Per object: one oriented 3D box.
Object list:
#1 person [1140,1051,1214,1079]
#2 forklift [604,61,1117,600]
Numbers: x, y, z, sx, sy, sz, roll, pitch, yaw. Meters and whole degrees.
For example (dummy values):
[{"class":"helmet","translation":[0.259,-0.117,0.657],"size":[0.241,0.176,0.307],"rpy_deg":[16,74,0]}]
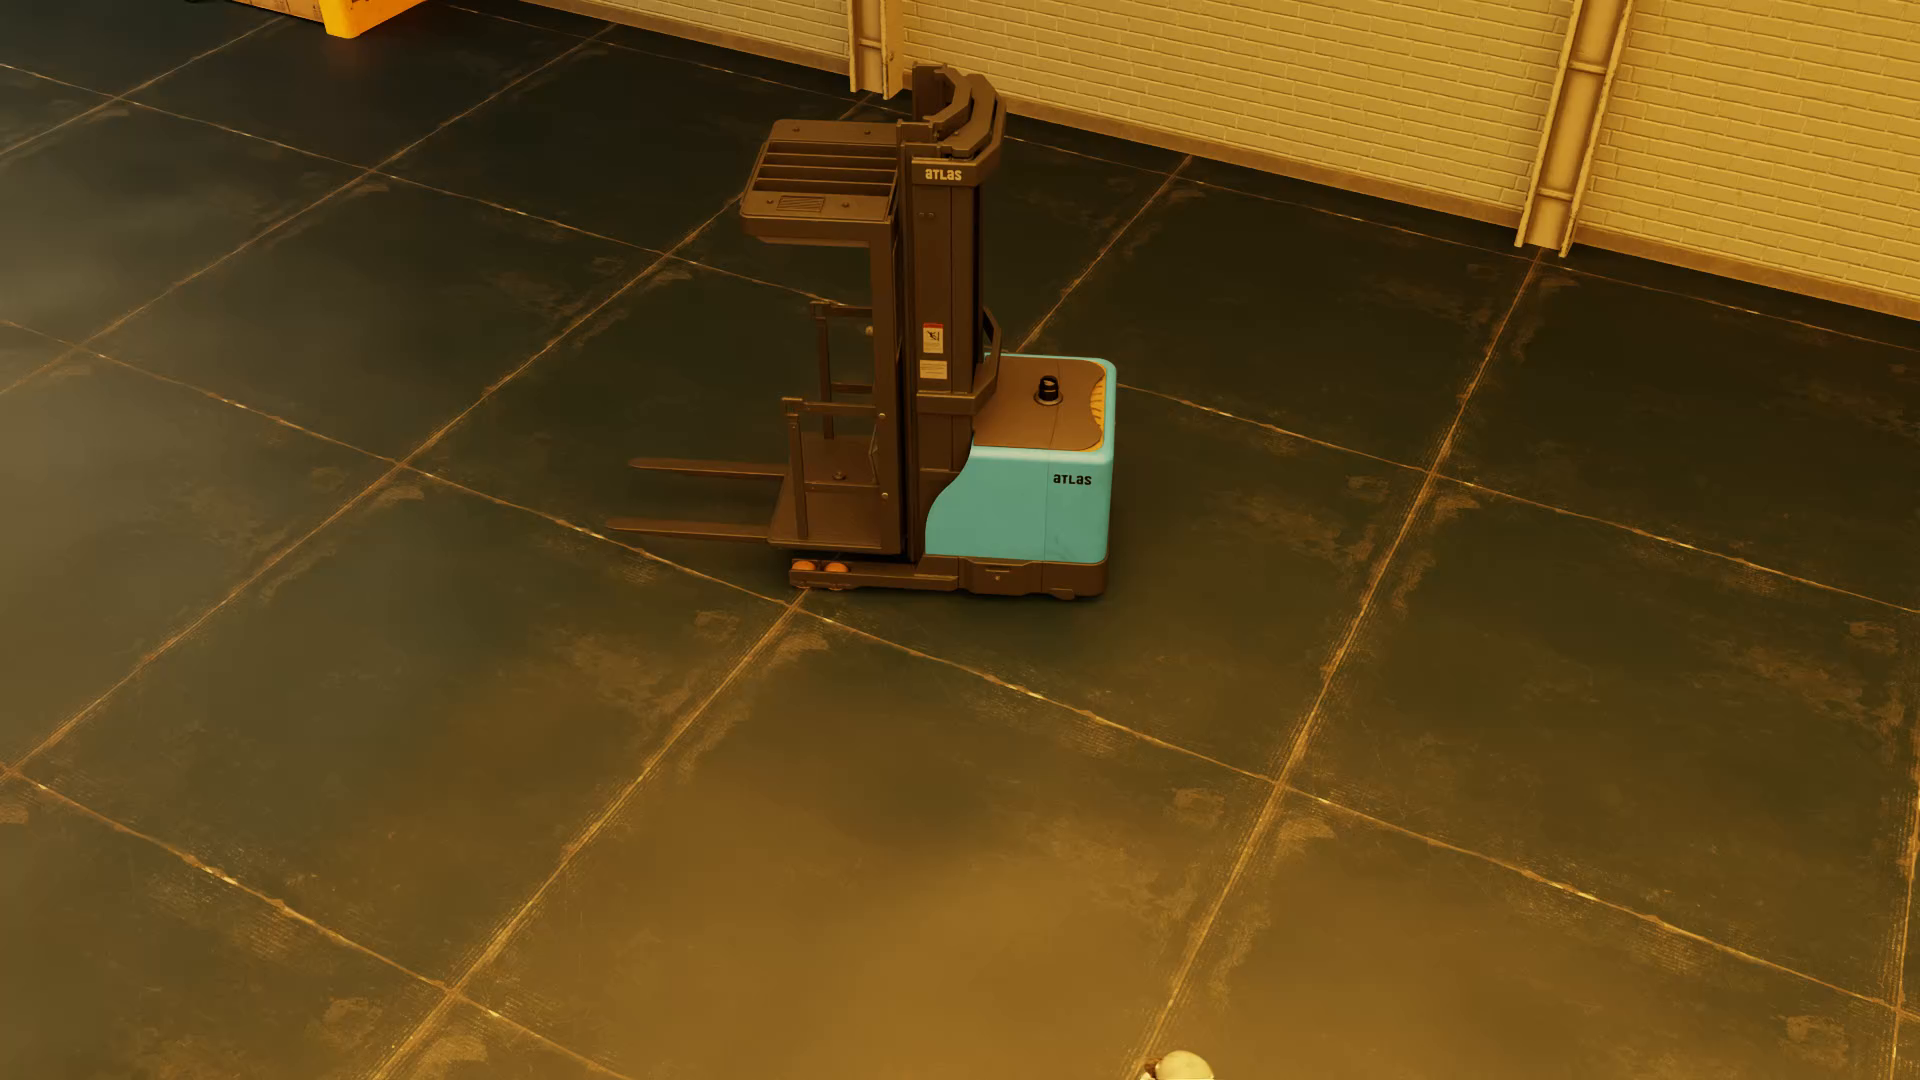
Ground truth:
[{"class":"person","translation":[0.754,2.365,6.175],"size":[0.422,1.650,0.590],"rpy_deg":[23,45,25]},{"class":"forklift","translation":[-0.606,-1.157,9.360],"size":[3.031,2.935,1.130],"rpy_deg":[3,40,4]}]
